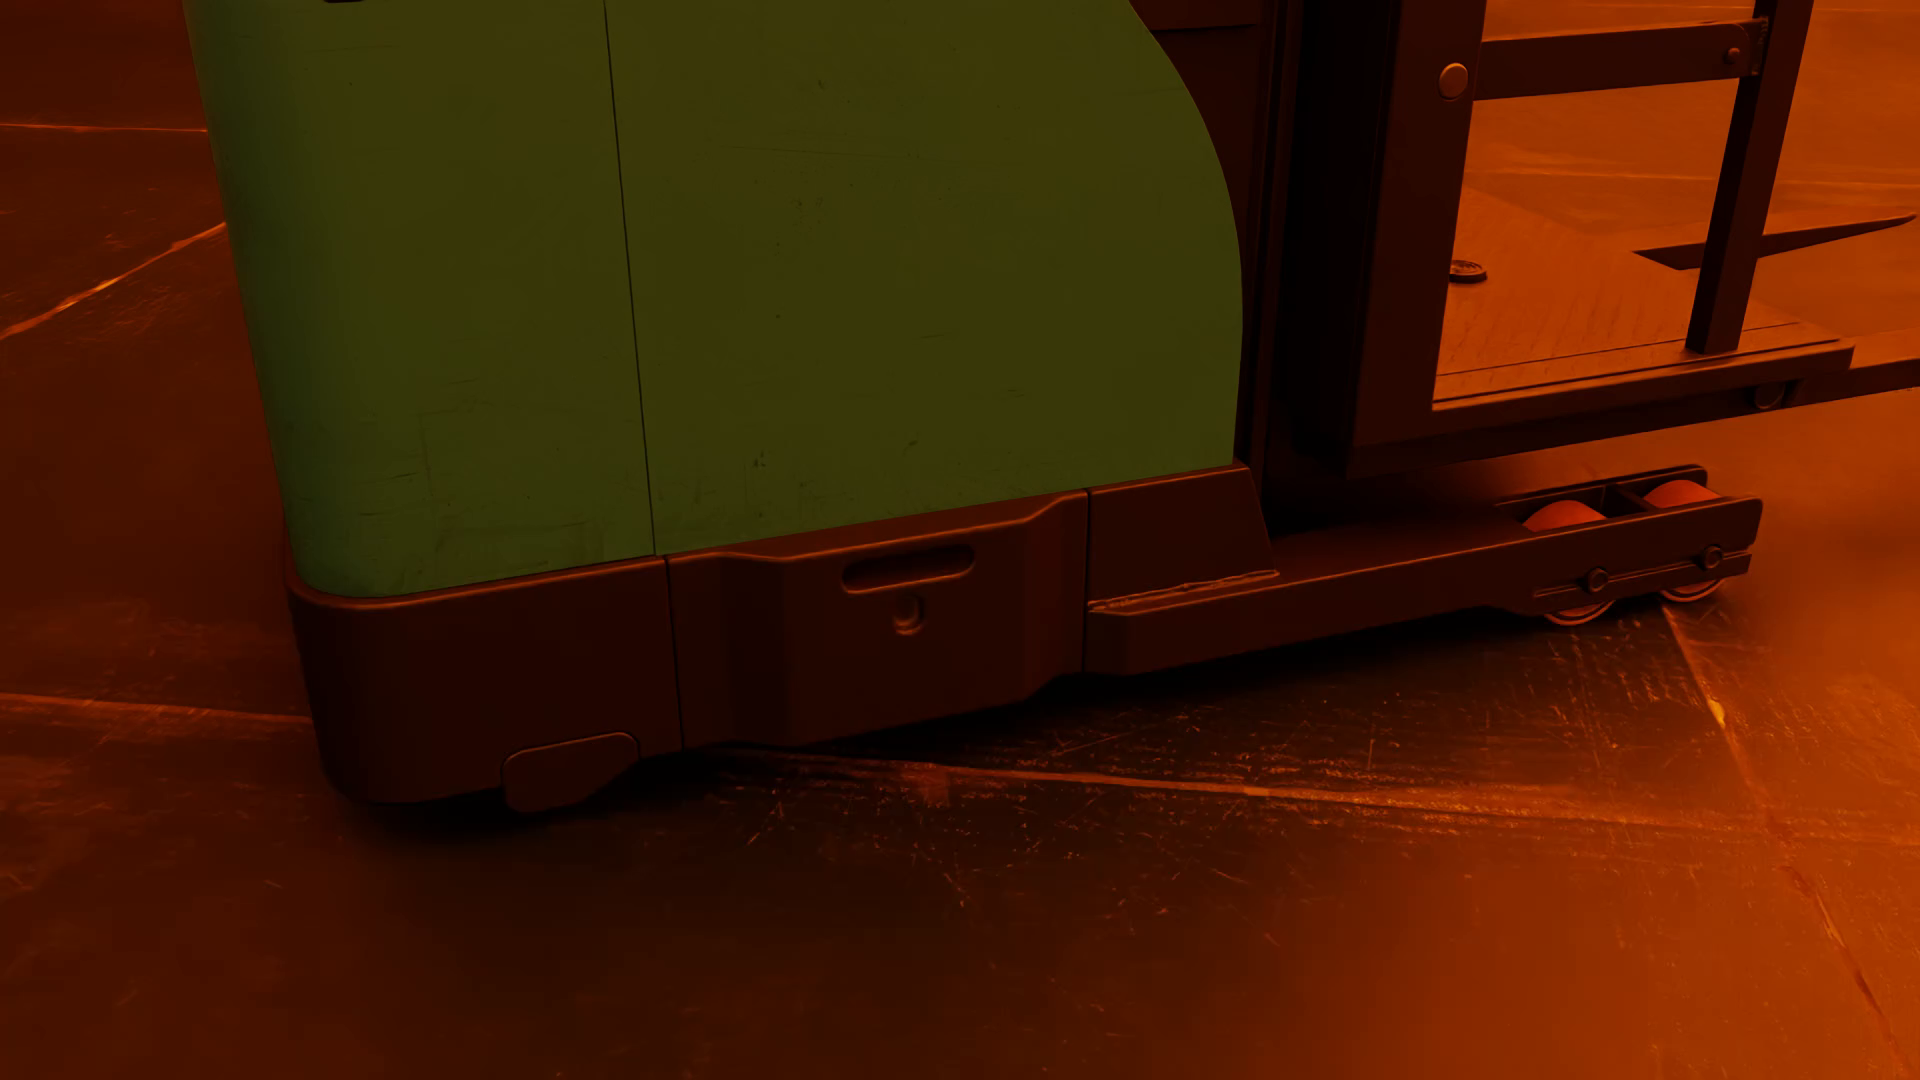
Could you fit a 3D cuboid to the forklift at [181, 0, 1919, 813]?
[{"bbox_3d":[0.572,-1.406,2.035,3.031,2.935,1.130,-9,28,-18],"label":"forklift"}]
